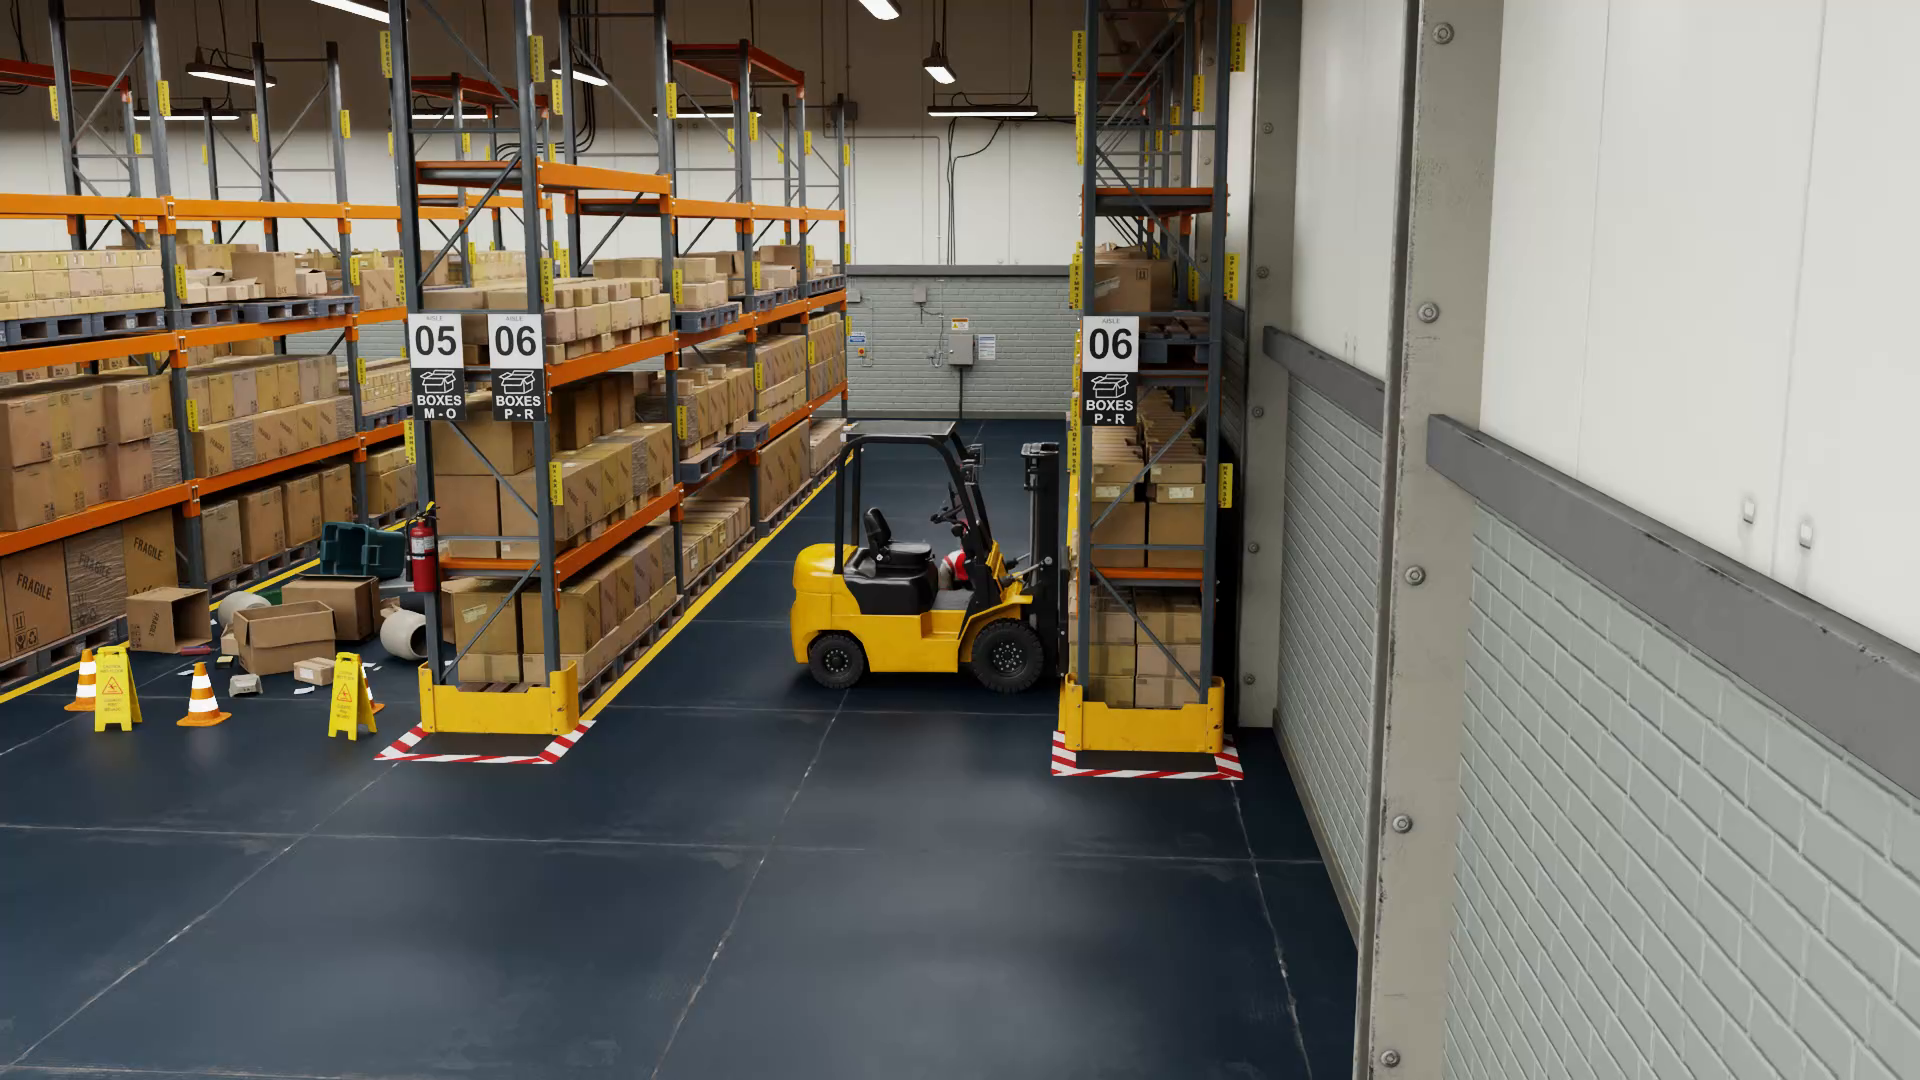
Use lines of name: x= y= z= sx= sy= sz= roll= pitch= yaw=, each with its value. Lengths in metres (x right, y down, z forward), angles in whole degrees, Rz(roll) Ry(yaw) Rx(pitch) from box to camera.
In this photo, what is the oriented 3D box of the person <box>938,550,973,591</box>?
person: x=0.030 y=0.480 z=16.240 sx=0.540 sy=0.876 sz=0.914 roll=1 pitch=11 yaw=3
